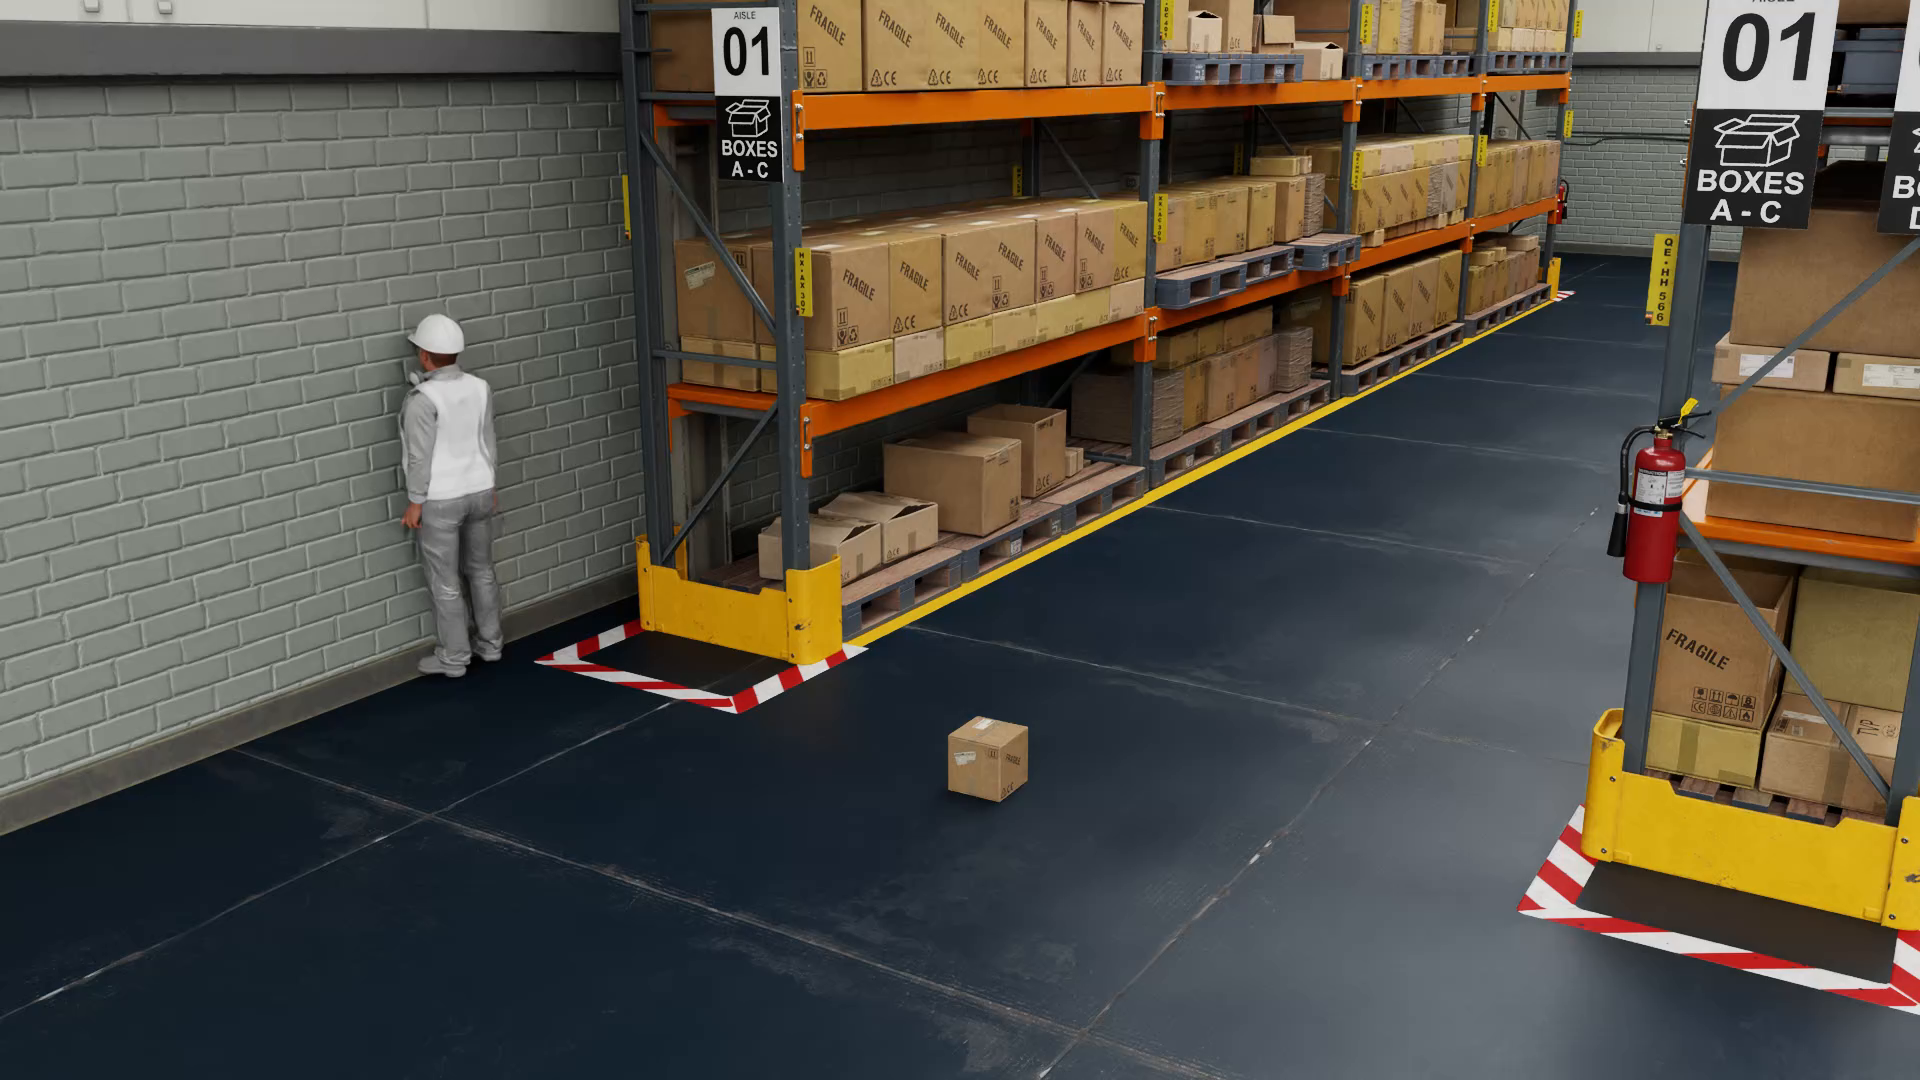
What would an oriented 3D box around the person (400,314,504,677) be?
[{"bbox_3d":[-2.509,-0.220,8.144,0.387,1.777,0.527,10,19,30],"label":"person"}]
